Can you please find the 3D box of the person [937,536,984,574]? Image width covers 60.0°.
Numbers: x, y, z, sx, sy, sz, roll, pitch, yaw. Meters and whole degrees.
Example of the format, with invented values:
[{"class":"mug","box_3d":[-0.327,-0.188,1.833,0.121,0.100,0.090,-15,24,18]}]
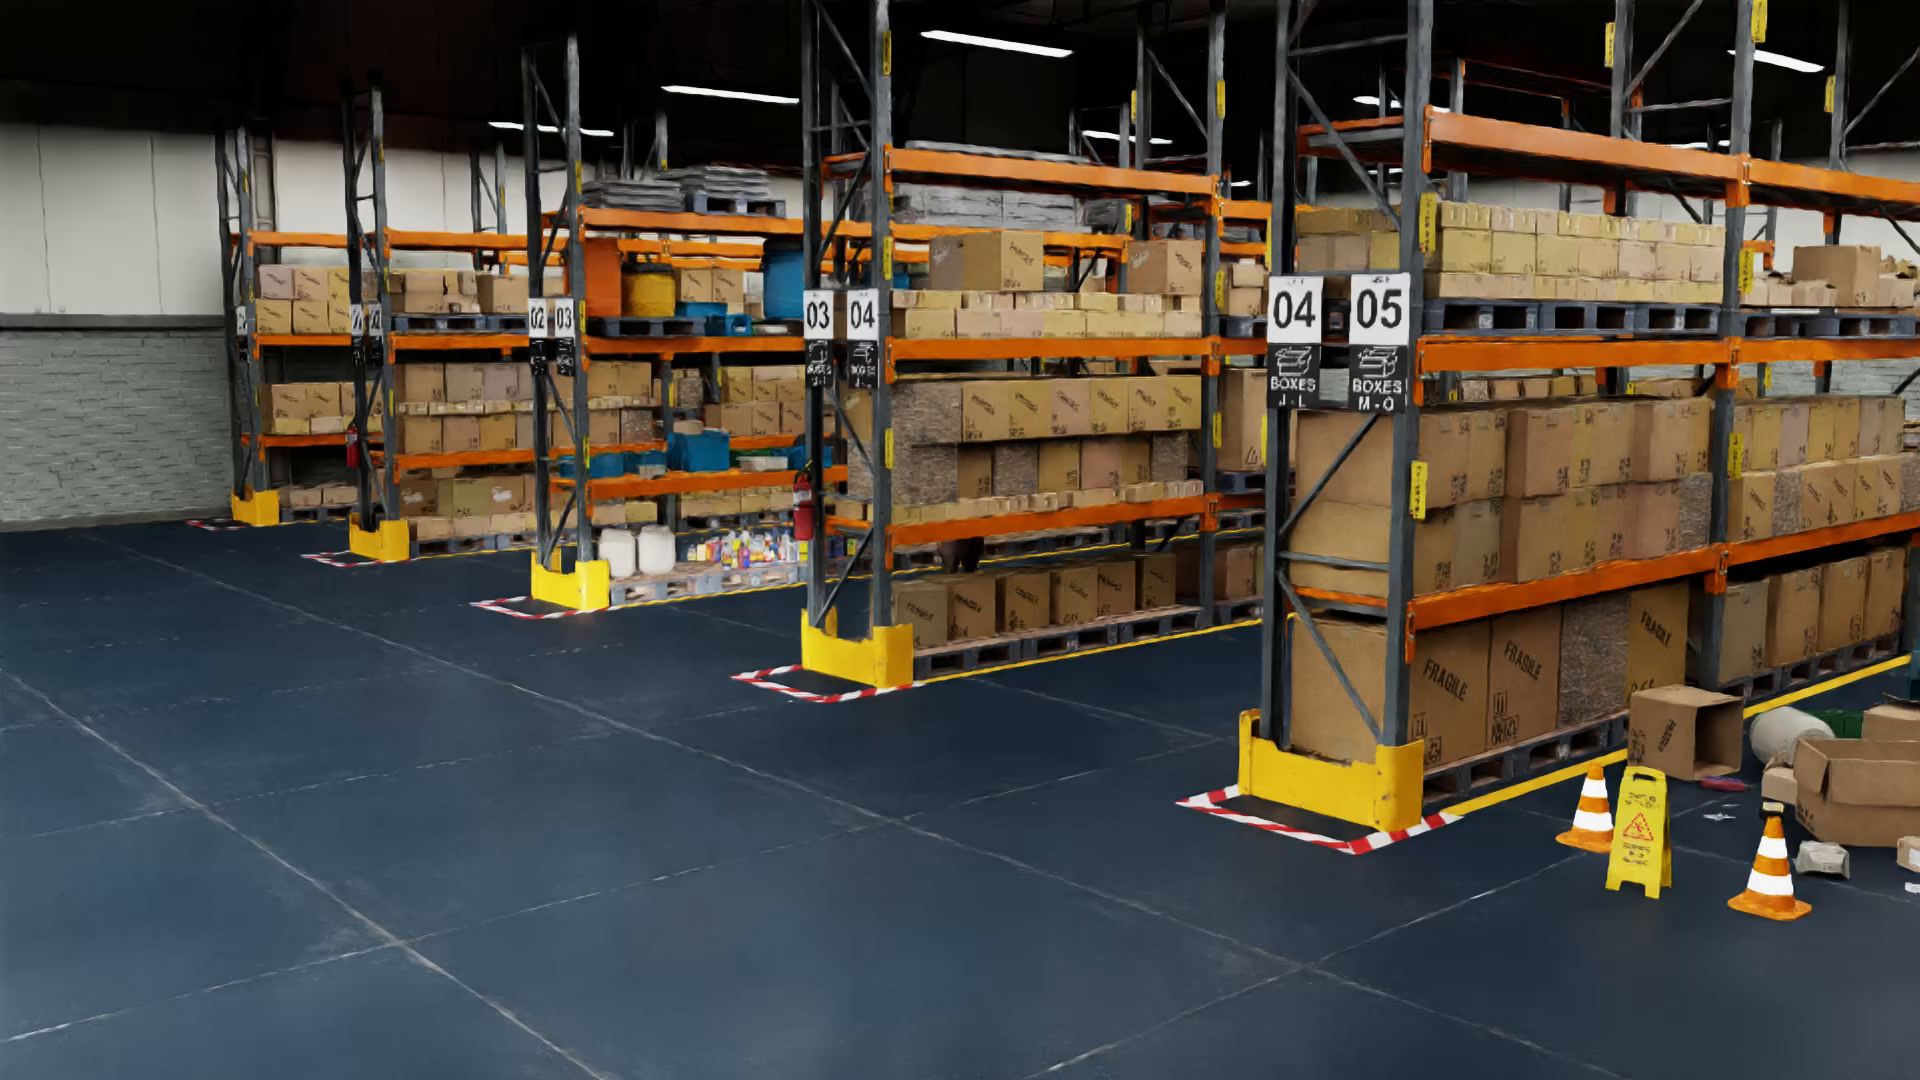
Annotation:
[{"class":"person","box_3d":[-0.019,-0.059,16.303,0.649,1.787,0.627,-4,8,-31]}]
